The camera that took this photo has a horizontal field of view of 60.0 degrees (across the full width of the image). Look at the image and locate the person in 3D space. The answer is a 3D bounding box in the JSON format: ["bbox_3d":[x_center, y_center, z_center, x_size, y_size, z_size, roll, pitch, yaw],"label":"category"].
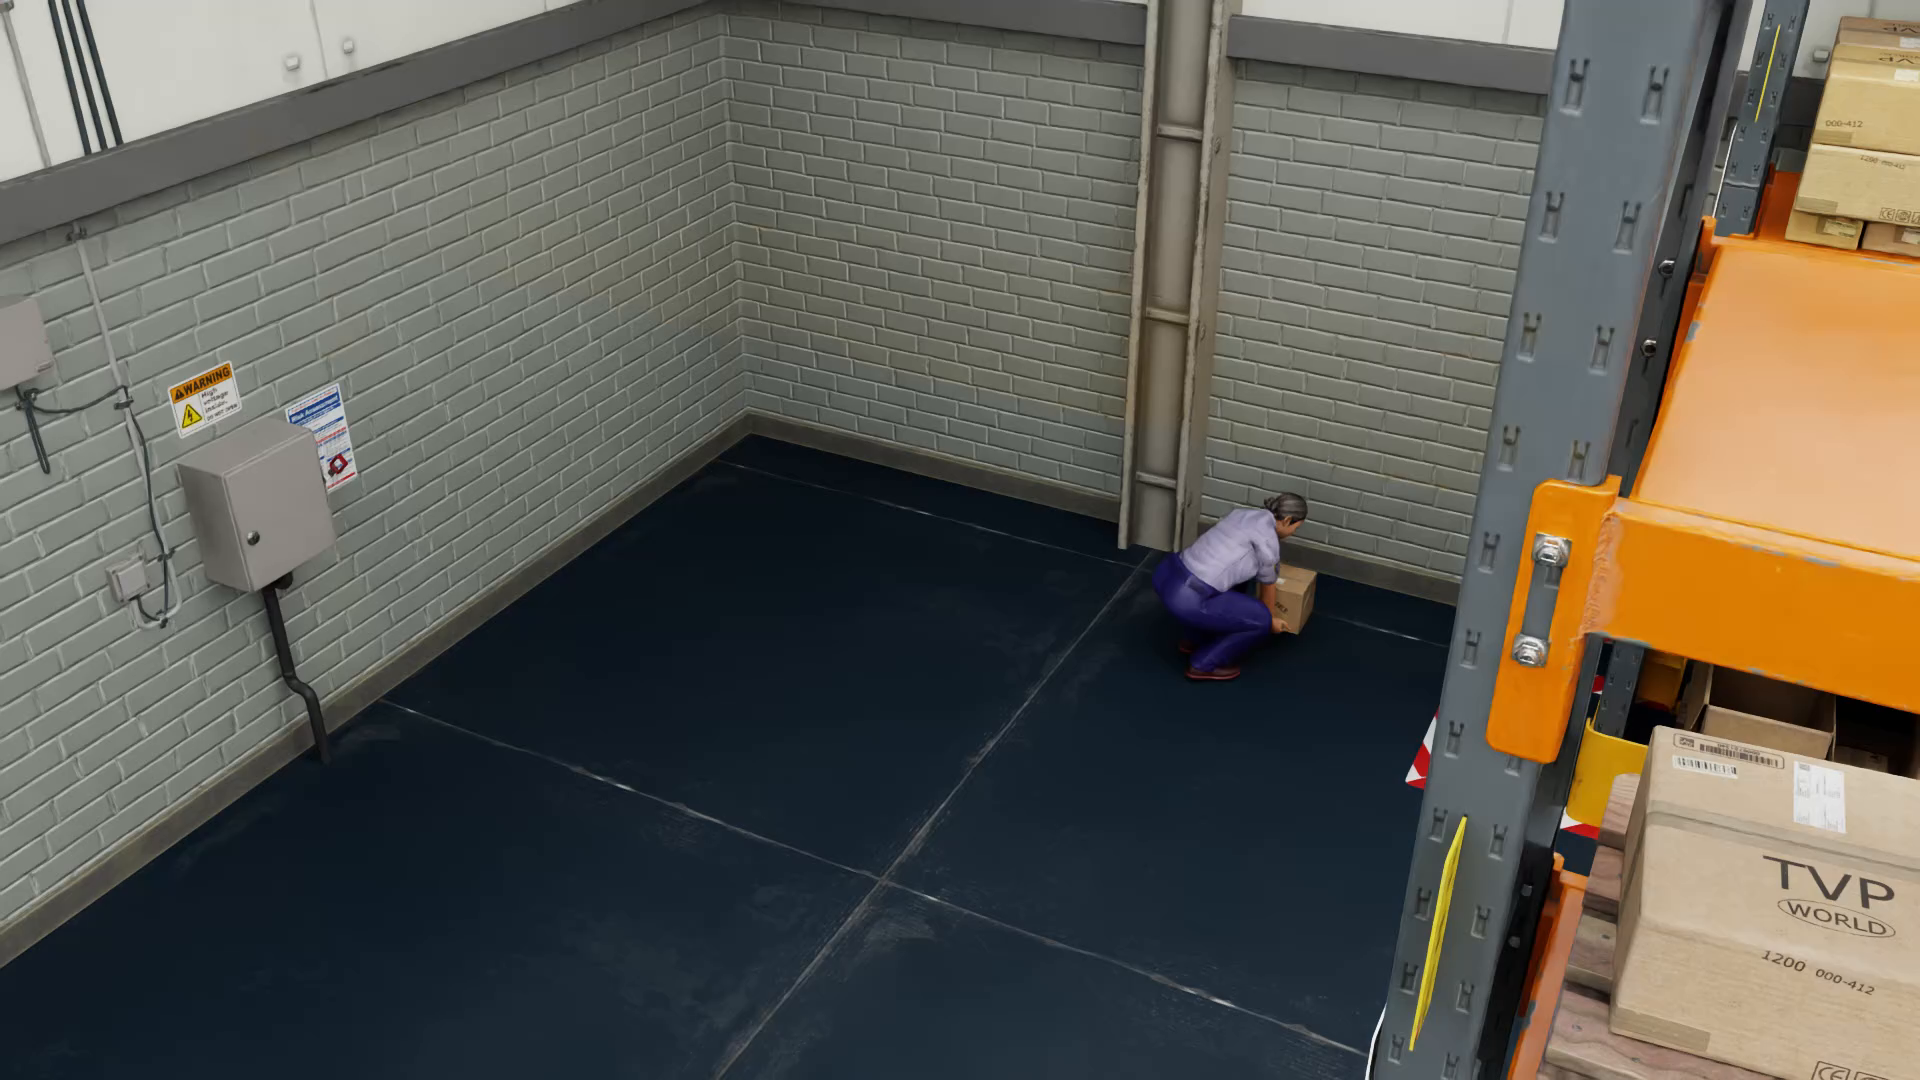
[{"bbox_3d":[1.436,0.234,8.632,0.888,0.922,0.494,-8,31,-13],"label":"person"}]
